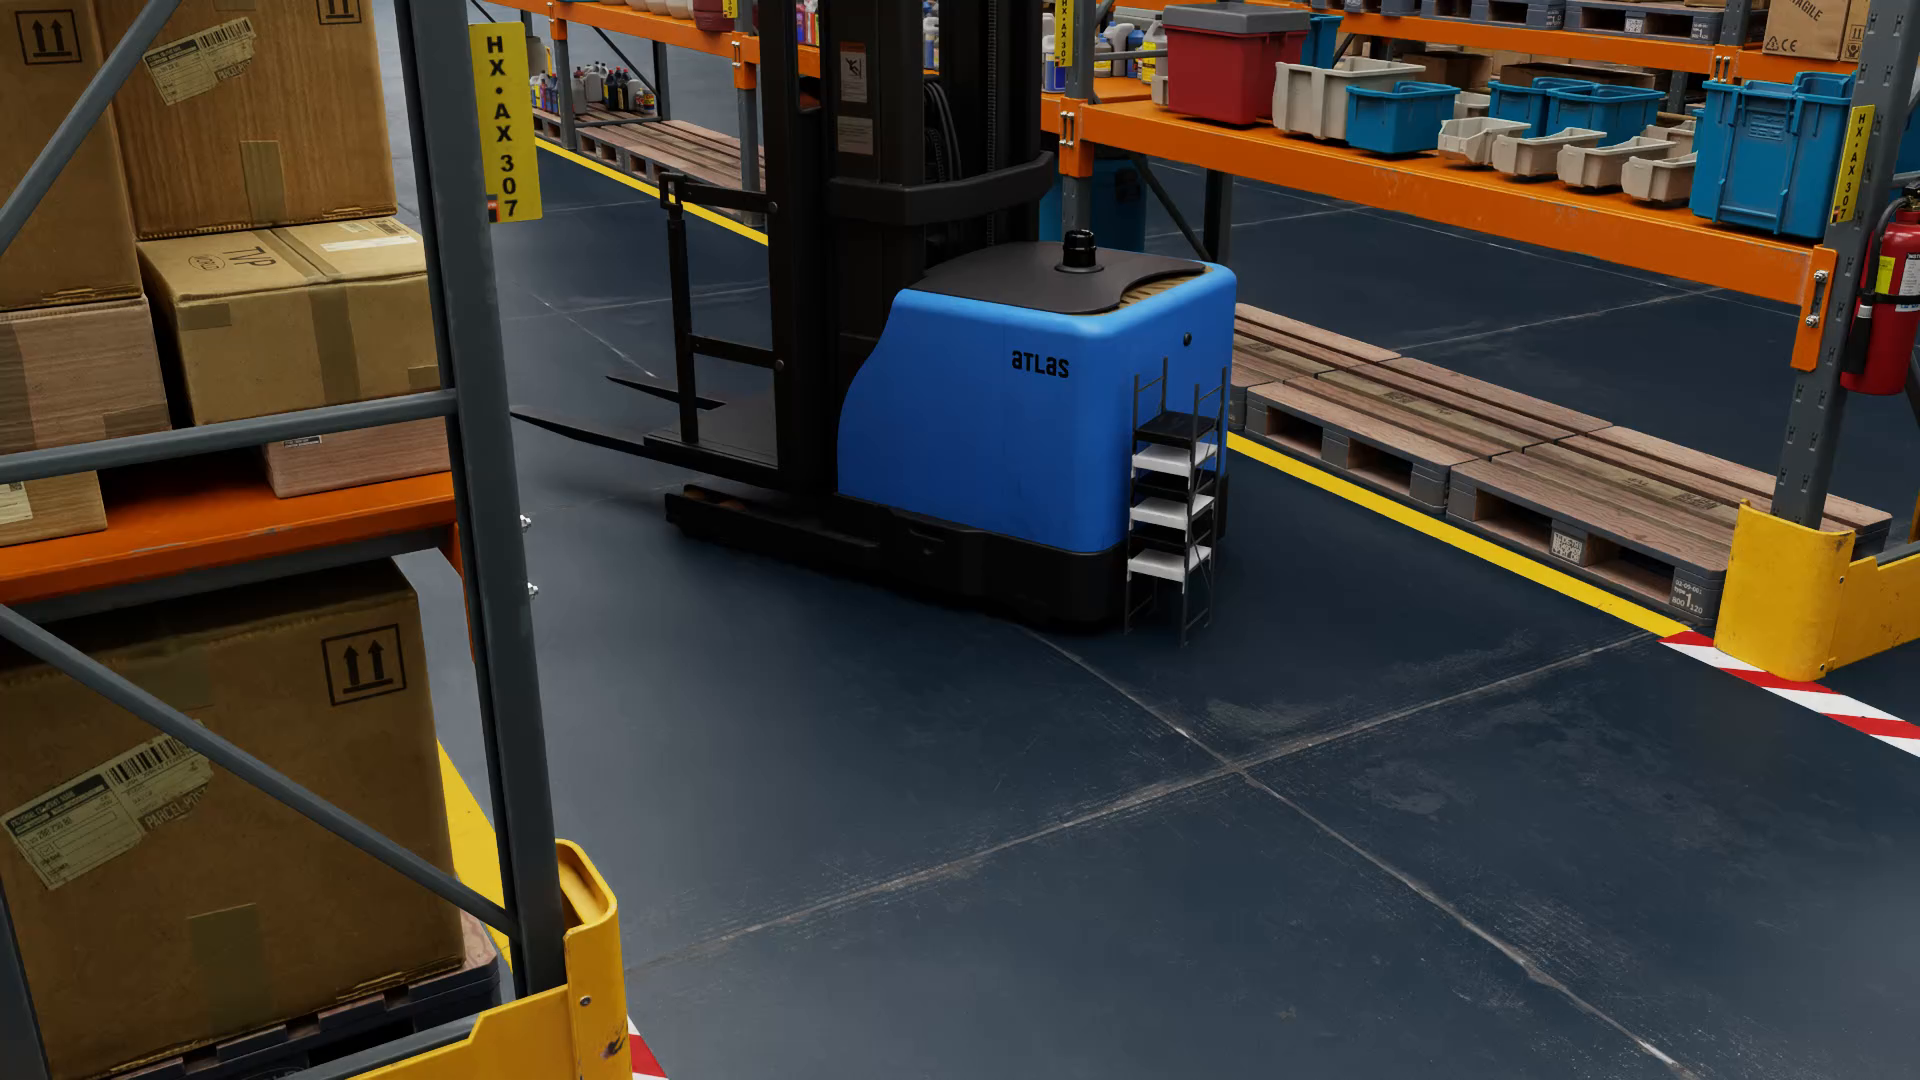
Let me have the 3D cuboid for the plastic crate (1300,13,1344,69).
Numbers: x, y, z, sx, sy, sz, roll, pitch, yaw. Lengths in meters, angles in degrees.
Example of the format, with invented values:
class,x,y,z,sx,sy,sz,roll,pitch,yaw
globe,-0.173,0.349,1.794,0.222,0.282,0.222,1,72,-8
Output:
class,x,y,z,sx,sy,sz,roll,pitch,yaw
plastic crate,1.502,-2.337,8.019,0.392,0.384,0.575,-13,25,-28

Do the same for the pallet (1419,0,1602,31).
class,x,y,z,sx,sy,sz,roll,pitch,yaw
pallet,4.184,-3.931,12.254,1.003,0.211,1.213,-13,25,-28

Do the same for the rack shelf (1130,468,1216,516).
class,x,y,z,sx,sy,sz,roll,pitch,yaw
rack shelf,0.697,-0.171,5.387,0.200,0.077,0.258,13,25,28

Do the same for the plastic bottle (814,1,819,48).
class,x,y,z,sx,sy,sz,roll,pitch,yaw
plastic bottle,-0.865,-3.239,10.451,0.061,0.283,0.133,-13,25,-28

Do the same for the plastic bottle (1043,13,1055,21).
class,x,y,z,sx,sy,sz,roll,pitch,yaw
plastic bottle,0.469,-2.942,9.732,0.152,0.276,0.135,-13,25,-28

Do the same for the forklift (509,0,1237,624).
class,x,y,z,sx,sy,sz,roll,pitch,yaw
forklift,-0.518,-1.491,6.088,3.031,2.935,1.130,14,26,31

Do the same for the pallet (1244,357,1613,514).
class,x,y,z,sx,sy,sz,roll,pitch,yaw
pallet,2.006,-0.484,7.223,1.003,0.211,1.213,-13,25,-28

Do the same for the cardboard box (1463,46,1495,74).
class,x,y,z,sx,sy,sz,roll,pitch,yaw
cardboard box,6.098,-5.550,18.719,0.700,0.500,0.500,-13,26,-29

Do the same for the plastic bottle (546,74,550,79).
class,x,y,z,sx,sy,sz,roll,pitch,yaw
plastic bottle,-3.945,-4.331,16.006,0.061,0.283,0.133,-13,25,-28

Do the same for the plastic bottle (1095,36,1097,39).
class,x,y,z,sx,sy,sz,roll,pitch,yaw
plastic bottle,0.739,-2.757,9.376,0.097,0.201,0.097,0,22,0

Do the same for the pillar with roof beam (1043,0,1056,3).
class,x,y,z,sx,sy,sz,roll,pitch,yaw
pillar with roof beam,-2.308,-12.025,23.946,9.100,9.000,0.400,-13,25,-28

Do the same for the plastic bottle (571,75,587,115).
class,x,y,z,sx,sy,sz,roll,pitch,yaw
plastic bottle,-3.570,-4.149,15.470,0.144,0.351,0.185,-13,25,-28

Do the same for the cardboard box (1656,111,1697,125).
class,x,y,z,sx,sy,sz,roll,pitch,yaw
cardboard box,4.910,-2.773,11.886,0.500,0.500,0.500,-12,25,-27

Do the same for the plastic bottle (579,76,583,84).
class,x,y,z,sx,sy,sz,roll,pitch,yaw
plastic bottle,-3.767,-4.522,16.585,0.097,0.201,0.097,0,22,0

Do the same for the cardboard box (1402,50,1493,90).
class,x,y,z,sx,sy,sz,roll,pitch,yaw
cardboard box,3.899,-3.767,13.334,0.500,0.250,0.500,-12,25,-26

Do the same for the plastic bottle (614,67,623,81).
class,x,y,z,sx,sy,sz,roll,pitch,yaw
plastic bottle,-3.269,-4.371,16.014,0.144,0.351,0.185,-14,26,-30

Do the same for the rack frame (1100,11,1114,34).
class,x,y,z,sx,sy,sz,roll,pitch,yaw
rack frame,1.144,-5.943,16.950,1.000,3.000,0.127,-13,25,-28

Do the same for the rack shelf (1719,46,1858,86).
class,x,y,z,sx,sy,sz,roll,pitch,yaw
rack shelf,6.252,-2.373,9.121,1.077,0.370,4.000,-13,25,-28

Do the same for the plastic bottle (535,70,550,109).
class,x,y,z,sx,sy,sz,roll,pitch,yaw
plastic bottle,-3.956,-4.288,15.811,0.144,0.351,0.185,-13,25,-29

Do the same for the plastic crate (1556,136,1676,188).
class,x,y,z,sx,sy,sz,roll,pitch,yaw
plastic crate,2.305,-1.339,5.892,0.396,0.136,0.243,-13,25,-28

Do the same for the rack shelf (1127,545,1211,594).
class,x,y,z,sx,sy,sz,roll,pitch,yaw
rack shelf,0.697,0.079,5.489,0.200,0.077,0.258,13,25,28

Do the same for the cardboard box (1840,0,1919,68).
class,x,y,z,sx,sy,sz,roll,pitch,yaw
cardboard box,5.520,-3.017,9.619,0.500,0.500,0.500,-12,25,-27

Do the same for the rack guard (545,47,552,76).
class,x,y,z,sx,sy,sz,roll,pitch,yaw
rack guard,-5.081,-5.113,18.227,1.175,0.500,0.348,-13,25,-28

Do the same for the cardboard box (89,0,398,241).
class,x,y,z,sx,sy,sz,roll,pitch,yaw
cardboard box,-1.513,-0.939,3.447,0.500,0.500,0.500,-13,26,-30

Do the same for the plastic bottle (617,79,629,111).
class,x,y,z,sx,sy,sz,roll,pitch,yaw
plastic bottle,-3.183,-4.203,15.692,0.061,0.283,0.133,-13,25,-28

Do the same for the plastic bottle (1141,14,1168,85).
class,x,y,z,sx,sy,sz,roll,pitch,yaw
plastic bottle,1.048,-2.569,8.713,0.144,0.351,0.185,-13,25,-28

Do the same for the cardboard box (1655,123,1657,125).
class,x,y,z,sx,sy,sz,roll,pitch,yaw
cardboard box,4.486,-2.666,11.621,0.500,0.500,0.500,-13,25,-28

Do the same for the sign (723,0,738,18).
class,x,y,z,sx,sy,sz,roll,pitch,yaw
sign,-1.543,-3.664,11.126,0.100,0.325,0.005,-13,25,-28

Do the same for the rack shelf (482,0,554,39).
class,x,y,z,sx,sy,sz,roll,pitch,yaw
rack shelf,-4.138,-5.306,16.337,1.077,0.370,4.000,-13,25,-28

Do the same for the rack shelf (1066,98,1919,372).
class,x,y,z,sx,sy,sz,roll,pitch,yaw
rack shelf,1.991,-1.421,6.780,1.077,0.370,4.000,-13,25,-28

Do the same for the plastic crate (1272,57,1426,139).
class,x,y,z,sx,sy,sz,roll,pitch,yaw
plastic crate,1.591,-1.845,6.945,0.437,0.282,0.530,-13,25,-28

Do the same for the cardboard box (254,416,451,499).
class,x,y,z,sx,sy,sz,roll,pitch,yaw
cardboard box,-1.143,-0.217,3.194,0.380,0.149,0.250,-12,25,-28

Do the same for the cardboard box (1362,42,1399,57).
class,x,y,z,sx,sy,sz,roll,pitch,yaw
cardboard box,5.101,-5.956,20.160,0.380,0.166,0.250,-17,27,-35

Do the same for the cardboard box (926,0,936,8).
class,x,y,z,sx,sy,sz,roll,pitch,yaw
cardboard box,-0.053,-5.804,18.705,0.500,0.500,0.500,-13,25,-28

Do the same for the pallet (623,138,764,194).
class,x,y,z,sx,sy,sz,roll,pitch,yaw
pallet,-2.055,-3.058,13.554,1.003,0.211,1.213,-13,25,-28

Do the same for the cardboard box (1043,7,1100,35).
class,x,y,z,sx,sy,sz,roll,pitch,yaw
cardboard box,1.176,-5.422,17.765,0.500,0.500,0.500,-13,25,-28

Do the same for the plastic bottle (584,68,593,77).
class,x,y,z,sx,sy,sz,roll,pitch,yaw
plastic bottle,-3.669,-4.587,16.645,0.152,0.276,0.135,-13,26,-30

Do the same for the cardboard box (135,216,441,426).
class,x,y,z,sx,sy,sz,roll,pitch,yaw
cardboard box,-1.258,-0.430,3.190,0.500,0.250,0.500,-13,26,-30

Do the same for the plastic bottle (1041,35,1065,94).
class,x,y,z,sx,sy,sz,roll,pitch,yaw
plastic bottle,0.491,-2.410,8.422,0.152,0.276,0.135,-13,25,-28

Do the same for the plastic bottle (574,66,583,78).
class,x,y,z,sx,sy,sz,roll,pitch,yaw
plastic bottle,-3.831,-4.614,16.703,0.061,0.283,0.133,-13,25,-28

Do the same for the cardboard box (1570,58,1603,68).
class,x,y,z,sx,sy,sz,roll,pitch,yaw
cardboard box,6.868,-5.060,17.513,0.700,0.500,0.500,-13,25,-28

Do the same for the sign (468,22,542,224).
class,x,y,z,sx,sy,sz,roll,pitch,yaw
sign,-0.765,-0.697,2.788,0.100,0.325,0.005,-13,25,-28

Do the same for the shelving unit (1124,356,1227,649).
class,x,y,z,sx,sy,sz,roll,pitch,yaw
shelving unit,0.697,-0.119,5.409,0.210,0.900,0.258,13,25,28

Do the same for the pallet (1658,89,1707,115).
class,x,y,z,sx,sy,sz,roll,pitch,yaw
pallet,7.046,-4.564,17.259,1.003,0.211,1.213,-13,25,-28

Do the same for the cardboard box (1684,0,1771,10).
class,x,y,z,sx,sy,sz,roll,pitch,yaw
cardboard box,5.180,-3.791,10.964,0.500,0.500,0.700,17,28,36

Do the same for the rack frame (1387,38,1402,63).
class,x,y,z,sx,sy,sz,roll,pitch,yaw
rack frame,5.400,-6.897,19.297,1.000,3.000,0.127,-13,25,-28

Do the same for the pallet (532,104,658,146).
class,x,y,z,sx,sy,sz,roll,pitch,yaw
pallet,-3.424,-3.925,15.689,1.003,0.211,1.213,-13,25,-28

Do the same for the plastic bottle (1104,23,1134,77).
class,x,y,z,sx,sy,sz,roll,pitch,yaw
plastic bottle,0.874,-2.686,9.101,0.152,0.276,0.135,-13,25,-28

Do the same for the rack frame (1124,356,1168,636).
class,x,y,z,sx,sy,sz,roll,pitch,yaw
rack frame,0.609,-0.138,5.457,0.006,0.900,0.240,13,25,28

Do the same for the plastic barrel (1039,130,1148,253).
class,x,y,z,sx,sy,sz,roll,pitch,yaw
plastic barrel,0.707,-1.804,8.995,0.600,0.901,0.708,-13,25,-28

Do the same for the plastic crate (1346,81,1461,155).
class,x,y,z,sx,sy,sz,roll,pitch,yaw
plastic crate,1.744,-1.673,6.586,0.416,0.233,0.300,-13,25,-28

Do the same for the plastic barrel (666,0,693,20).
class,x,y,z,sx,sy,sz,roll,pitch,yaw
plastic barrel,-1.998,-4.177,12.456,0.421,0.512,0.421,0,22,0

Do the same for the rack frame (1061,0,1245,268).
class,x,y,z,sx,sy,sz,roll,pitch,yaw
rack frame,0.970,-2.402,8.237,1.000,3.000,0.127,-13,25,-28

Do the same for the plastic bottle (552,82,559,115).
class,x,y,z,sx,sy,sz,roll,pitch,yaw
plastic bottle,-3.693,-4.121,15.401,0.144,0.351,0.185,-13,26,-30

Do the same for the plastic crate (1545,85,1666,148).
class,x,y,z,sx,sy,sz,roll,pitch,yaw
plastic crate,2.497,-1.627,6.473,0.416,0.233,0.300,-13,25,-28

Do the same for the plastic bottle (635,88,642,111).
class,x,y,z,sx,sy,sz,roll,pitch,yaw
plastic bottle,-3.006,-4.152,15.676,0.097,0.201,0.097,0,22,0

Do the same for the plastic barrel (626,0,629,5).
class,x,y,z,sx,sy,sz,roll,pitch,yaw
plastic barrel,-2.573,-4.470,13.508,0.301,0.262,0.301,0,22,0
